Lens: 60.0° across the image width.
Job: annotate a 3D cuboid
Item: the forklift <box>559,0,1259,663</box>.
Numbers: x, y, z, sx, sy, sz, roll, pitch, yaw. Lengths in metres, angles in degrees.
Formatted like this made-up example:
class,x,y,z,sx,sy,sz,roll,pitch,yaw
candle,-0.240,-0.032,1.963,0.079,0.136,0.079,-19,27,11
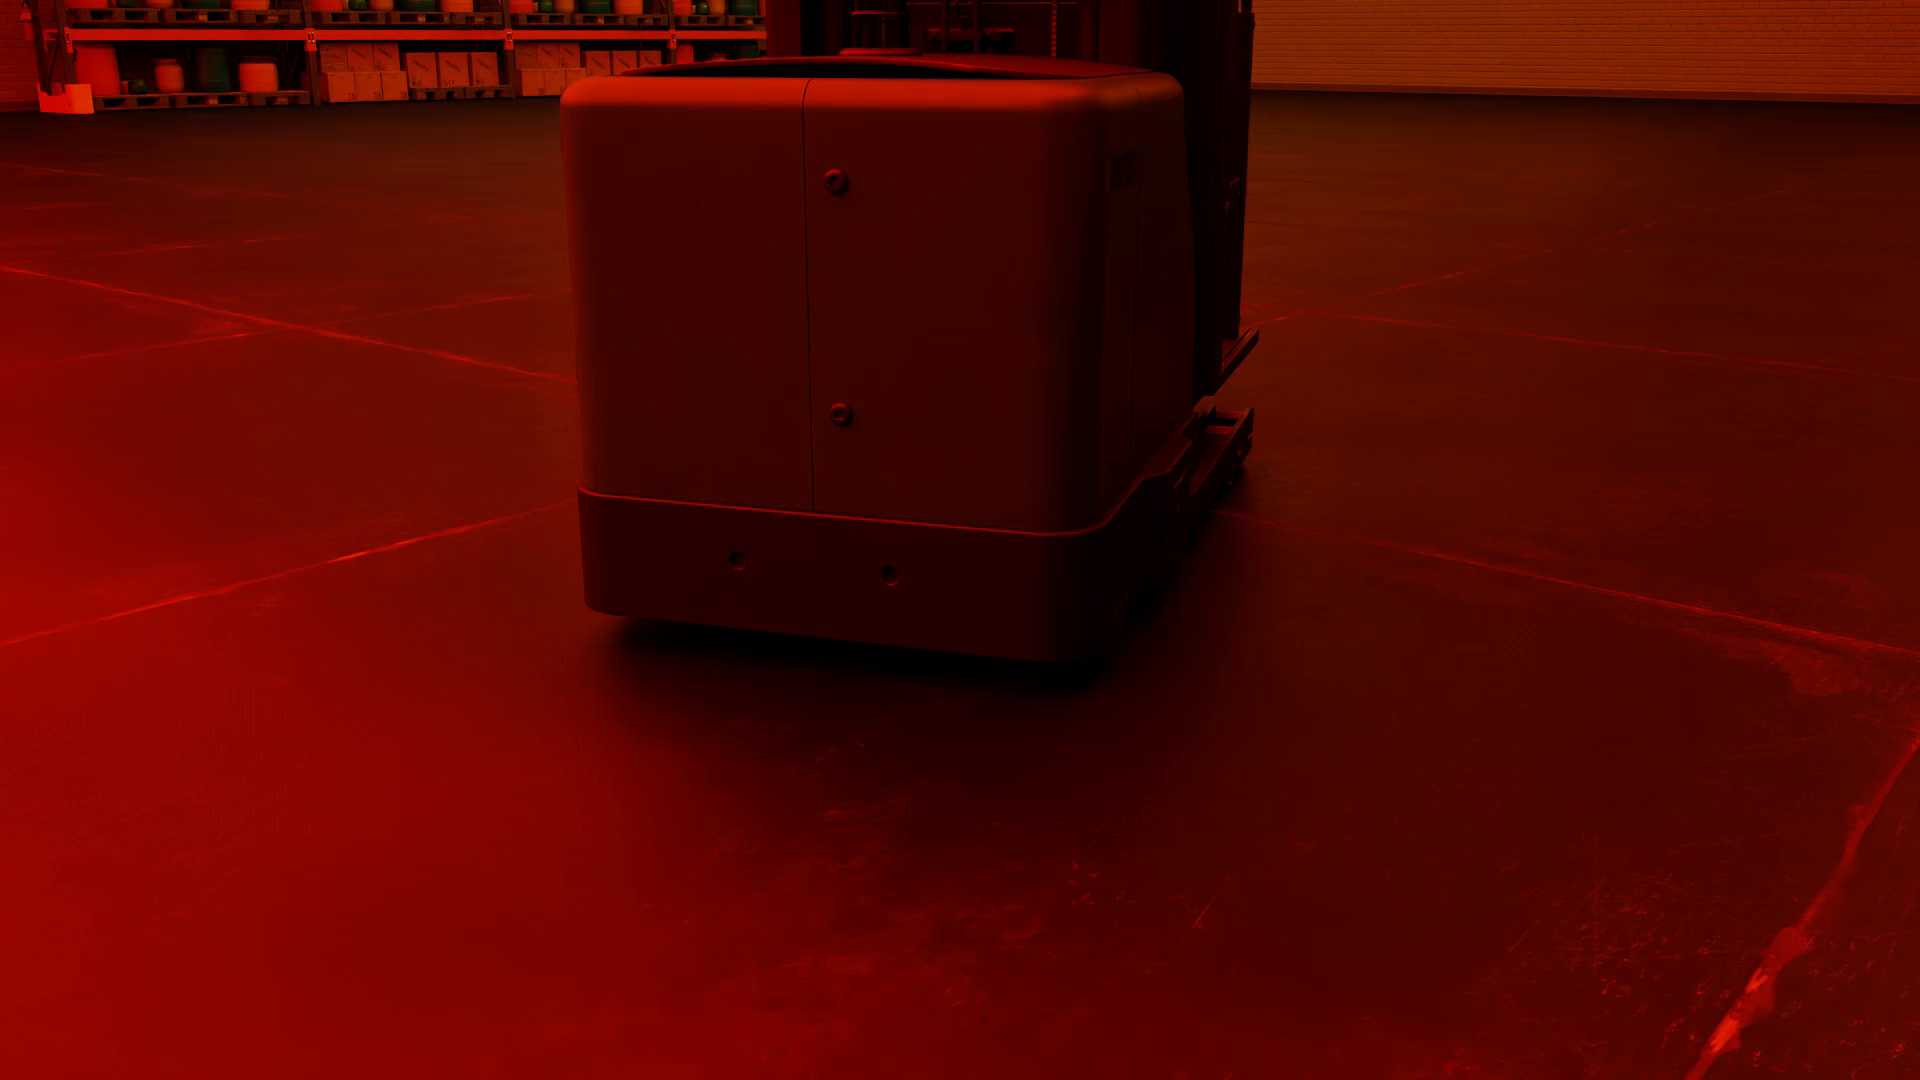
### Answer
class,x,y,z,sx,sy,sz,roll,pitch,yaw
forklift,0.182,-1.571,4.072,1.130,2.935,3.031,5,18,17
